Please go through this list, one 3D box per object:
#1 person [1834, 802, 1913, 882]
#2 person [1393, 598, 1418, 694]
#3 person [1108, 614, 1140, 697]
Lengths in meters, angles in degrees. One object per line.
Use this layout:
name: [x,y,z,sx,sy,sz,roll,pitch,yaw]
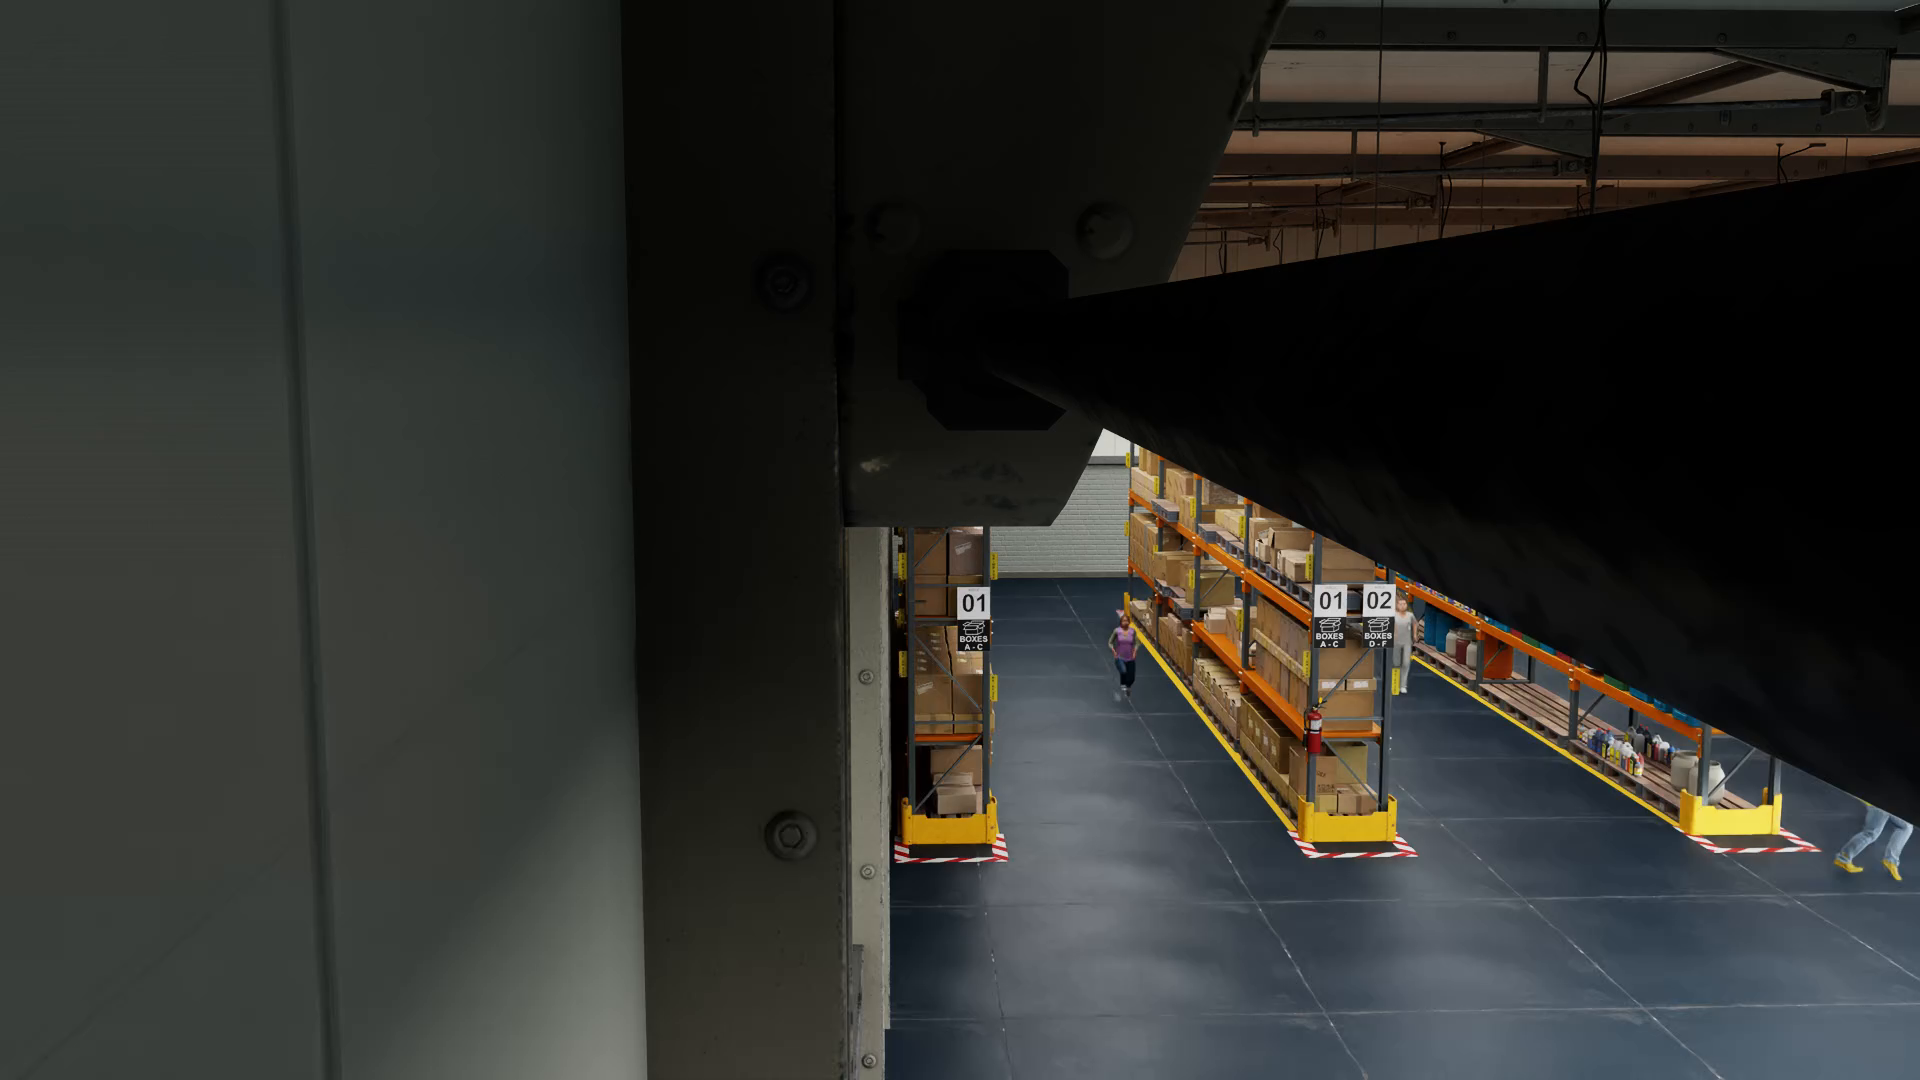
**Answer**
person: [10.542,3.033,19.066,0.835,1.789,0.728,3,8,23]
person: [7.712,1.820,29.001,0.582,1.639,0.901,0,7,3]
person: [2.746,1.961,27.801,0.535,1.462,0.699,0,7,-1]
